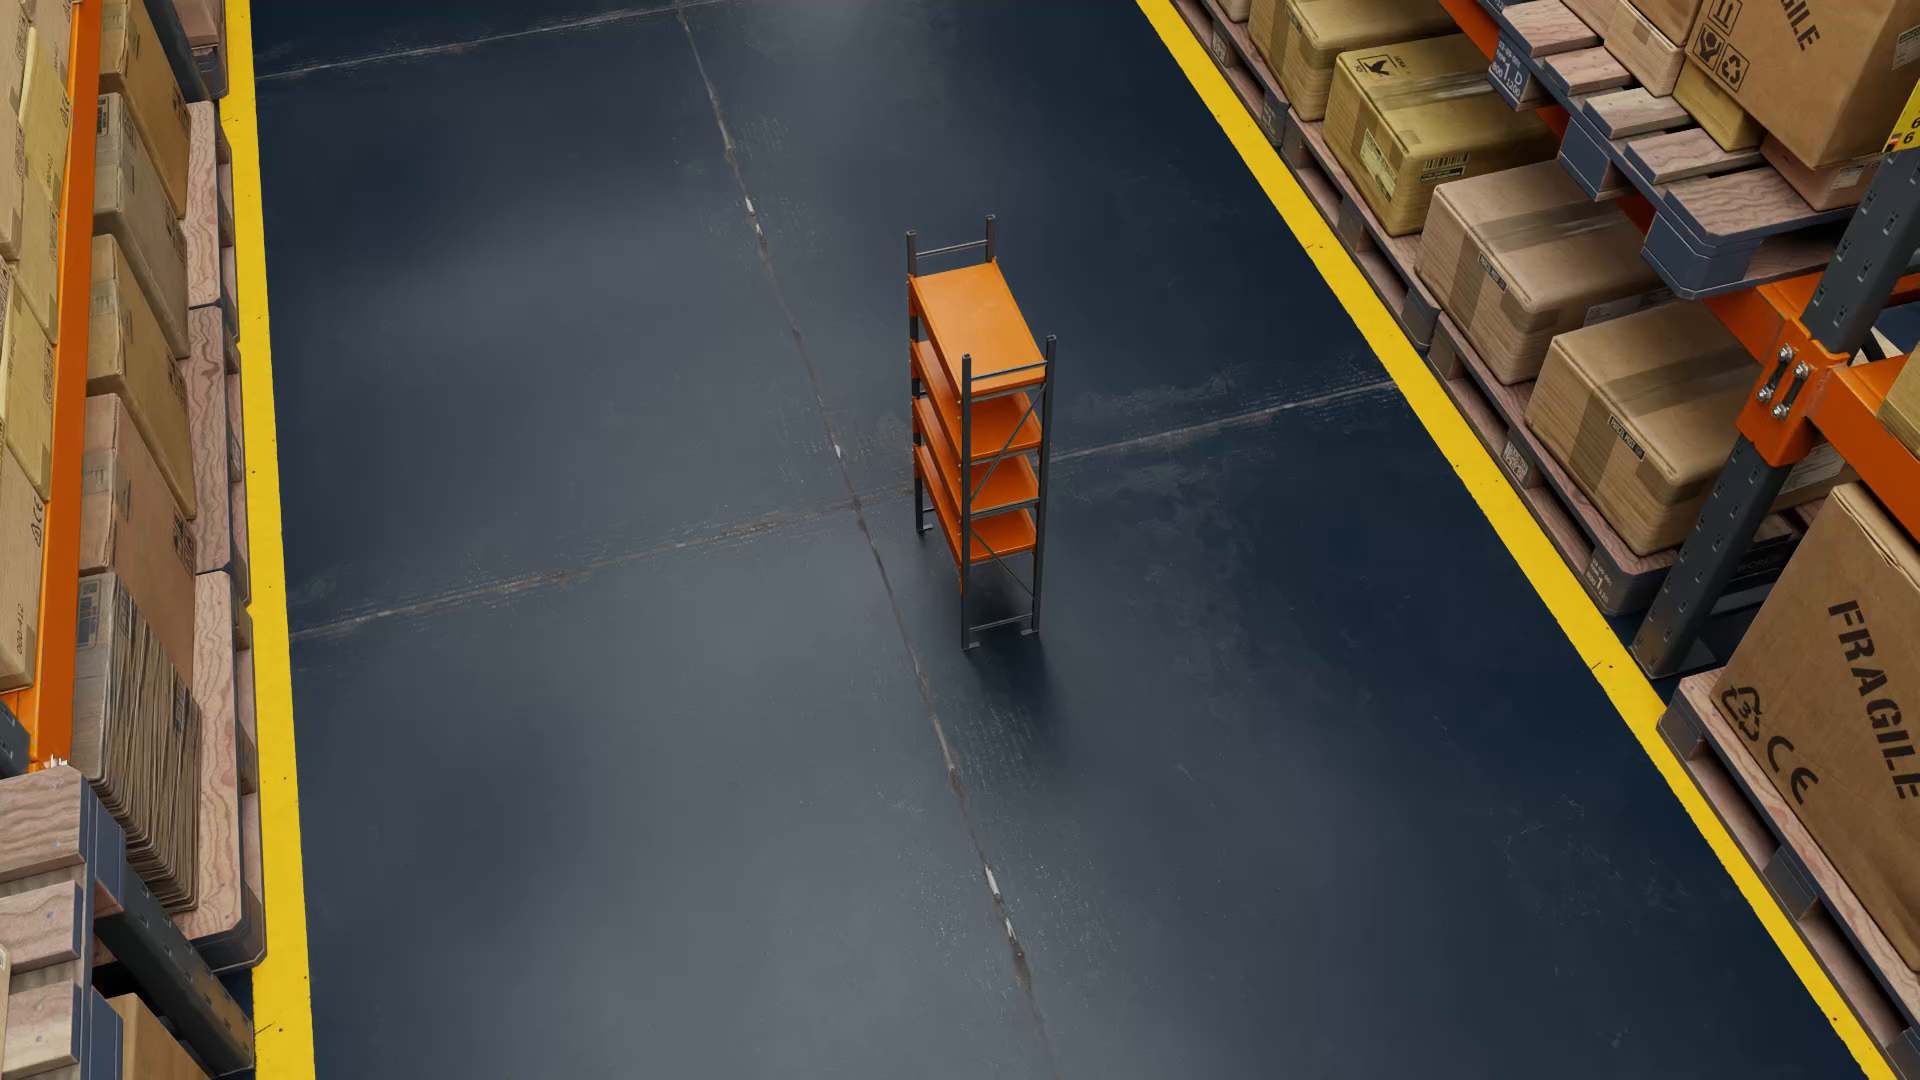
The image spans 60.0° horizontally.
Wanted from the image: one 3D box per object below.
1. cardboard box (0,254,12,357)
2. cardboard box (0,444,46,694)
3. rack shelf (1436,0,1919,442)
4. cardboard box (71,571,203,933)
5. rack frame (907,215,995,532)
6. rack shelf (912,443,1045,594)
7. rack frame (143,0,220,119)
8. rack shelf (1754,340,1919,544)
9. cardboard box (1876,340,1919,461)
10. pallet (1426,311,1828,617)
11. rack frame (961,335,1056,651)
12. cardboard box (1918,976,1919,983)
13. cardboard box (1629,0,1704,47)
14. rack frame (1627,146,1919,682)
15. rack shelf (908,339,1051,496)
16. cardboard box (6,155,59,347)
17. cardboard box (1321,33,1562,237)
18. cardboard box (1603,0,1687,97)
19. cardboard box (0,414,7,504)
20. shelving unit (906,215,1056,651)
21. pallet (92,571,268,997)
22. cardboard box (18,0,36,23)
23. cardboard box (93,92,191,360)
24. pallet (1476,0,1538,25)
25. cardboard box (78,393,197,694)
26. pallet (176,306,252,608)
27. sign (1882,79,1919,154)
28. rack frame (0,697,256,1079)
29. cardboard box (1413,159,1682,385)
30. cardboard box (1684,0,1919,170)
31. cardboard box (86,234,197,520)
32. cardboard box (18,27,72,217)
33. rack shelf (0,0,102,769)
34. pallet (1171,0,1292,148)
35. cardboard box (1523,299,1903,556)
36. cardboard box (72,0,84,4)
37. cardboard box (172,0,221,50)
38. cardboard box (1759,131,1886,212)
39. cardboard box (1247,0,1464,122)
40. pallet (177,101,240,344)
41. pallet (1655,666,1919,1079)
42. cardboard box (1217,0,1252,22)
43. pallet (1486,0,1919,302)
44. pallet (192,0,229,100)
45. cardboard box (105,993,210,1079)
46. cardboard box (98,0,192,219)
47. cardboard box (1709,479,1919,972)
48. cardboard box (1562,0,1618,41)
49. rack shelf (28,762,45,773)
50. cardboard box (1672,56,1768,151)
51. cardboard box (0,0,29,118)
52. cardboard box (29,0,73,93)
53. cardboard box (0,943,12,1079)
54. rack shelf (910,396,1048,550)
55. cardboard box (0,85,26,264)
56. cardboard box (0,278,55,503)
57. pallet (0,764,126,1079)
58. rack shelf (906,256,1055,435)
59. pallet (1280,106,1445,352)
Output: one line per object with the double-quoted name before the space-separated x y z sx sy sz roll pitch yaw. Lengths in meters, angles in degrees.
"cardboard box" -2.294 -0.440 3.430 0.500 0.250 0.500 -12 51 -10
"cardboard box" -2.147 0.087 3.312 0.500 0.250 0.500 -13 51 -11
"rack shelf" 1.900 -1.935 5.390 1.077 0.370 4.000 -13 51 -11
"cardboard box" -2.421 0.590 4.069 0.875 0.625 0.625 -12 51 -10
"rack frame" -0.023 -0.444 4.840 0.240 1.200 0.015 -13 51 -11
"rack shelf" 0.049 -0.094 4.893 0.258 0.148 0.480 -13 51 -11
"rack frame" -3.432 -2.503 5.398 1.000 3.000 0.127 -13 51 -11
"rack shelf" 3.083 0.986 2.927 1.077 0.370 4.000 -13 51 -11
"cardboard box" 2.396 -0.244 3.592 0.500 0.250 0.500 -14 51 -12
"pallet" 2.262 -0.379 5.431 1.003 0.211 1.213 -13 51 -11
"rack frame" 0.121 -0.088 4.539 0.240 1.200 0.015 -13 51 -11
"cardboard box" 2.876 1.019 3.544 0.875 0.875 0.875 -13 51 -11
"cardboard box" 1.928 -1.614 4.114 0.500 0.500 0.500 -14 51 -12
"rack frame" 2.491 -0.707 3.884 1.000 3.000 0.127 -13 51 -11
"rack shelf" 0.049 -0.367 4.570 0.258 0.148 0.480 -13 51 -11
"cardboard box" -2.450 -0.656 3.939 0.500 0.250 0.500 -15 51 -12
"cardboard box" 1.889 -1.502 5.998 0.950 0.372 0.625 -12 51 -10
"cardboard box" 1.904 -1.300 4.274 0.380 0.149 0.250 -14 51 -11
"cardboard box" -2.123 -0.079 3.126 0.500 0.250 0.500 -13 51 -11
"shelving unit" 0.049 -0.266 4.689 0.258 1.200 0.503 -13 51 -11
"pallet" -2.455 0.707 4.516 1.003 0.211 1.213 -13 51 -11
"cardboard box" -2.738 -1.566 4.380 0.500 0.250 0.500 -12 51 -10
"cardboard box" -3.045 -0.926 5.347 0.875 0.625 0.625 -14 51 -11
"pallet" 1.867 -2.081 5.168 1.003 0.211 1.213 -13 51 -11
"cardboard box" -2.621 0.114 4.470 0.875 0.625 0.625 -12 51 -10
"pallet" -2.812 -0.182 5.266 1.003 0.211 1.213 -13 51 -11
"sign" 1.976 -0.925 3.362 0.100 0.325 0.005 -13 51 -11
"rack frame" -2.249 0.418 2.935 1.000 3.000 0.127 -13 51 -11
"cardboard box" 2.108 -0.947 5.530 0.950 0.372 0.625 -14 51 -12
"cardboard box" 2.091 -1.239 3.798 0.500 0.500 0.500 -15 51 -12
"cardboard box" -2.821 -0.377 4.885 0.875 0.625 0.625 -15 52 -12
"cardboard box" -2.602 -1.035 4.259 0.500 0.250 0.500 -12 51 -10
"rack shelf" -2.841 -0.810 4.442 1.077 0.370 4.000 -13 51 -11
"pallet" 1.540 -2.161 6.934 1.003 0.211 1.213 -13 51 -11
"cardboard box" 2.334 -0.410 5.078 0.950 0.372 0.625 -16 52 -13
"cardboard box" -2.879 -1.780 4.887 0.500 0.250 0.500 -14 51 -11
"cardboard box" -3.259 -2.180 6.650 0.500 0.250 0.500 -13 51 -11
"cardboard box" 2.170 -0.947 3.976 0.380 0.149 0.250 -12 51 -10
"cardboard box" 1.682 -2.010 6.426 0.950 0.372 0.625 -10 51 -9
"pallet" -3.177 -1.075 6.018 1.003 0.211 1.213 -13 51 -11
"pallet" 2.653 0.785 4.450 1.003 0.211 1.213 -13 51 -11
"cardboard box" 1.466 -2.534 6.868 0.950 0.372 0.625 -13 51 -11
"pallet" 2.179 -1.141 4.376 1.213 0.211 1.003 -13 51 -11
"pallet" -3.627 -2.195 6.962 1.003 0.211 1.213 -13 51 -11
"cardboard box" -1.919 1.349 3.511 0.500 0.500 0.500 -12 51 -10
"cardboard box" -3.267 -1.494 5.826 0.875 0.625 0.625 -11 51 -9
"cardboard box" 2.616 0.366 4.094 0.875 0.875 0.875 -14 51 -11
"cardboard box" 1.837 -1.486 4.431 0.380 0.149 0.250 -16 52 -13
"rack shelf" -1.658 2.111 1.979 1.077 0.370 4.000 -13 51 -11
"cardboard box" 2.021 -1.127 4.128 0.380 0.149 0.250 -13 51 -10
"cardboard box" -2.607 -1.193 4.065 0.500 0.250 0.500 -13 51 -10
"cardboard box" -2.762 -1.410 4.575 0.500 0.250 0.500 -13 51 -11
"cardboard box" -1.688 0.757 2.539 0.380 0.149 0.250 -12 51 -10
"rack shelf" 0.049 -0.222 4.741 0.258 0.148 0.480 -13 51 -11
"cardboard box" -2.432 -0.826 3.756 0.500 0.250 0.500 -14 51 -12
"cardboard box" -2.291 -0.281 3.623 0.500 0.250 0.500 -14 51 -12
"pallet" -1.982 0.959 2.605 1.213 0.211 1.003 -13 51 -11
"rack shelf" 0.049 -0.519 4.389 0.258 0.148 0.480 -13 51 -11
"pallet" 1.905 -1.268 6.181 1.003 0.211 1.213 -13 51 -11
